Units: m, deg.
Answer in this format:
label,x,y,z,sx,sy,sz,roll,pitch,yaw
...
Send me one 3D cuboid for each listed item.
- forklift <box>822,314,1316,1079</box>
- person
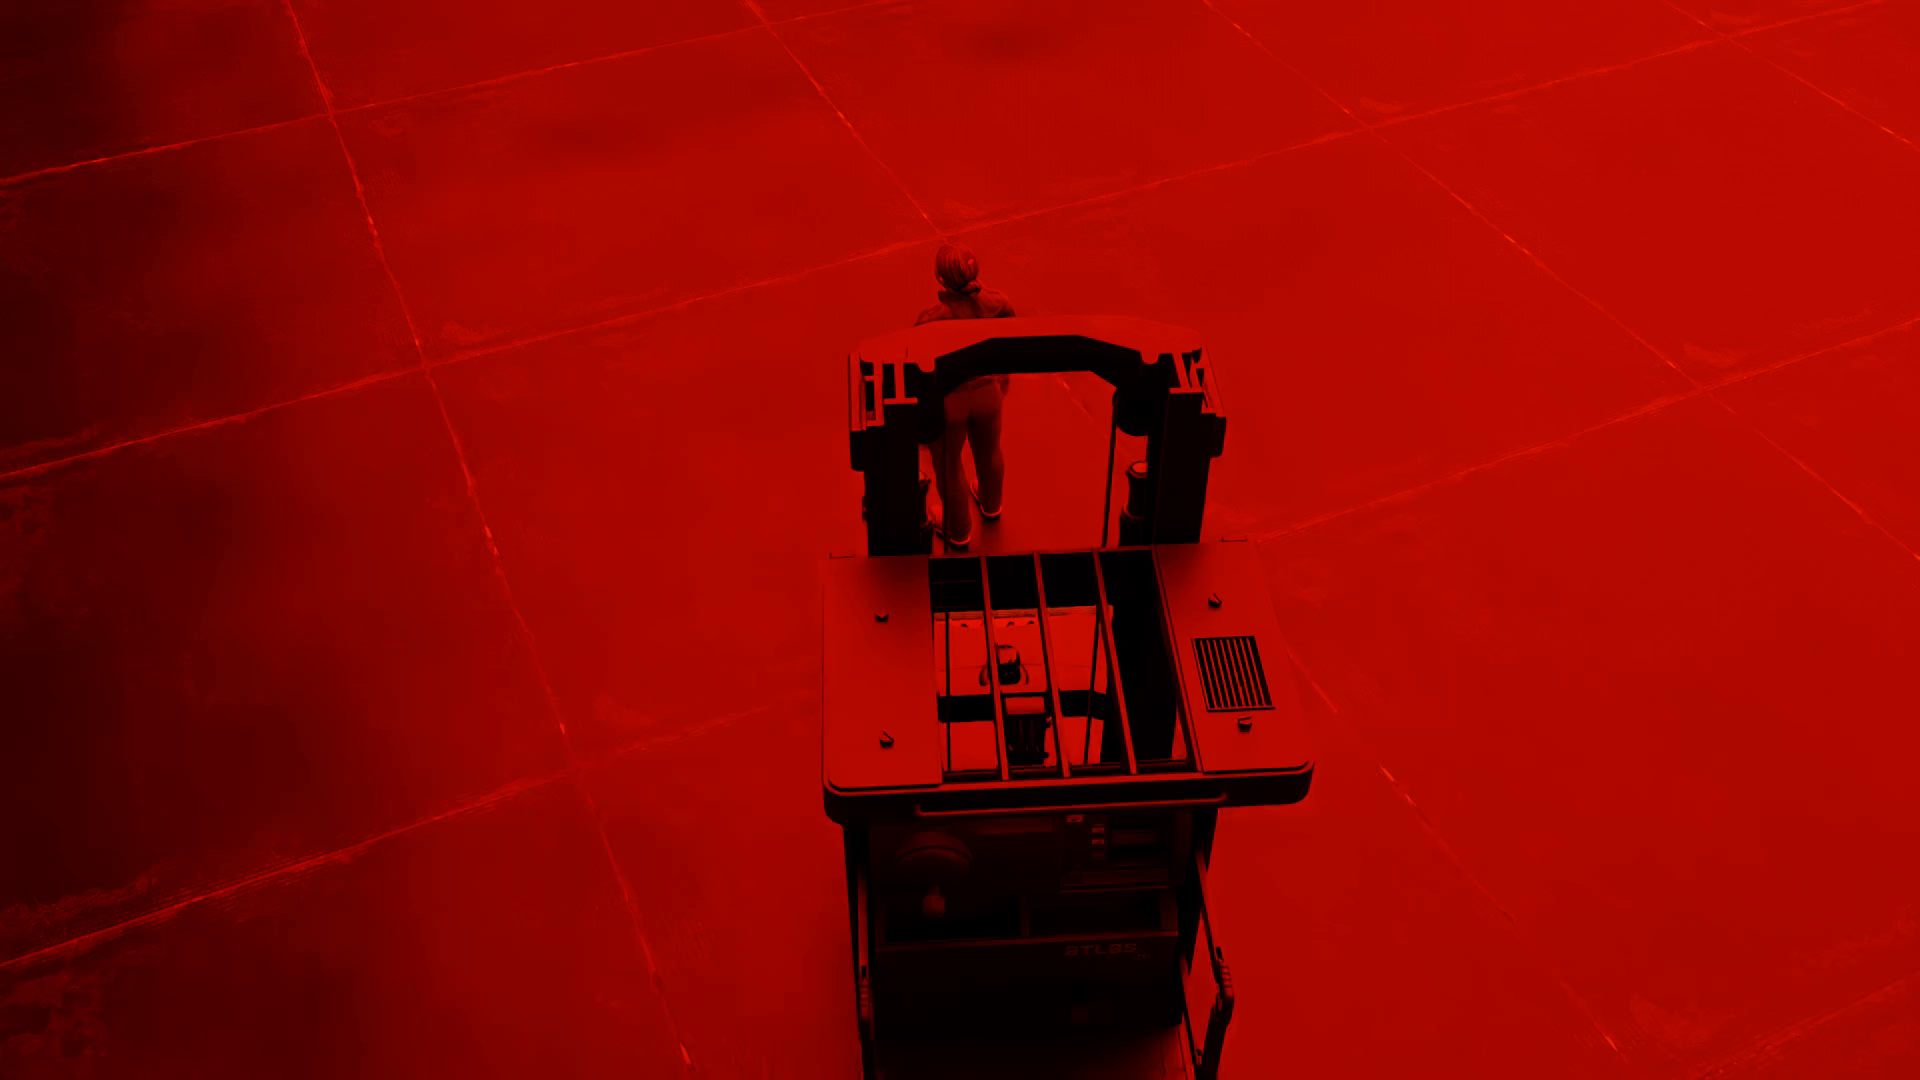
label,x,y,z,sx,sy,sz,roll,pitch,yaw
forklift,0.217,0.967,4.644,1.130,2.935,3.031,-2,43,-3
person,-0.019,-0.671,7.323,0.569,1.656,0.503,-18,46,-18
